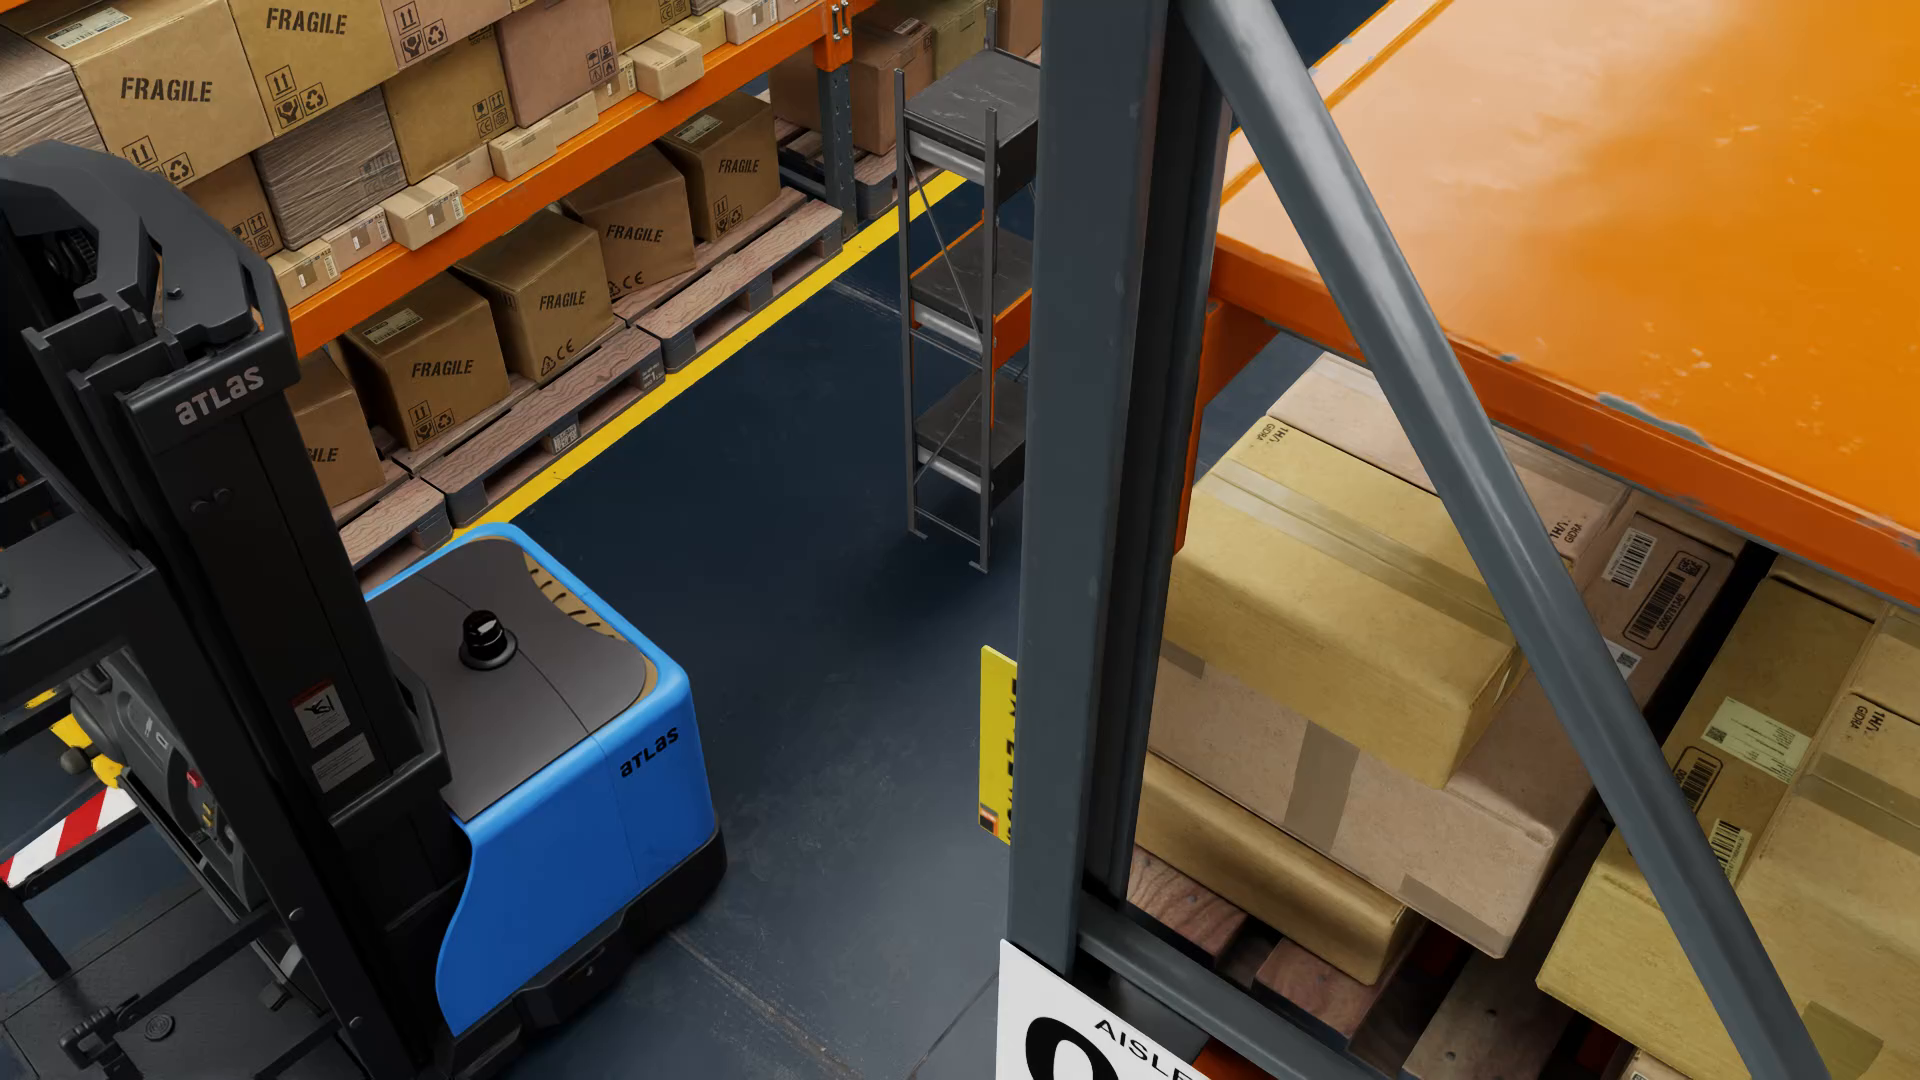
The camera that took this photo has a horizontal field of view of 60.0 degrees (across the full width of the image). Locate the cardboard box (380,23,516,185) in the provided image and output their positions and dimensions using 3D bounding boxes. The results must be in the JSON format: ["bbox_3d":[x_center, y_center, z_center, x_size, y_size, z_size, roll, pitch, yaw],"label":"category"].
[{"bbox_3d":[-2.156,-1.772,6.094,0.875,0.500,0.500,29,53,25],"label":"cardboard box"}]

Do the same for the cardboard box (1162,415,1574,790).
[{"bbox_3d":[0.421,0.058,1.808,0.380,0.149,0.250,30,53,25],"label":"cardboard box"}]

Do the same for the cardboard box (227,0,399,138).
[{"bbox_3d":[-2.212,-1.692,5.326,0.500,0.500,0.500,29,53,25],"label":"cardboard box"}]

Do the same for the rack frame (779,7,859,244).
[{"bbox_3d":[-0.934,-2.734,7.287,1.000,3.000,0.127,29,53,25],"label":"rack frame"}]

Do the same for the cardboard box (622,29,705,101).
[{"bbox_3d":[-1.258,-1.947,6.709,0.380,0.149,0.250,29,53,25],"label":"cardboard box"}]

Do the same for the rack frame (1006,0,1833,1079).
[{"bbox_3d":[0.484,-0.267,0.782,1.000,3.000,0.127,29,53,25],"label":"rack frame"}]

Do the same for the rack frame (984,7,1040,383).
[{"bbox_3d":[0.250,-0.960,6.215,0.400,2.100,0.015,29,53,25],"label":"rack frame"}]

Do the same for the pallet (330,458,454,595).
[{"bbox_3d":[-2.808,0.025,6.580,1.003,0.211,1.213,29,53,25],"label":"pallet"}]

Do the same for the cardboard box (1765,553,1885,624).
[{"bbox_3d":[1.291,0.085,2.059,0.500,0.250,0.500,29,53,25],"label":"cardboard box"}]

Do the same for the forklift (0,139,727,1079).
[{"bbox_3d":[-2.174,0.649,4.103,1.130,2.935,3.031,35,56,29],"label":"forklift"}]

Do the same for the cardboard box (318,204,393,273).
[{"bbox_3d":[-2.257,-1.134,5.933,0.380,0.149,0.250,29,53,25],"label":"cardboard box"}]

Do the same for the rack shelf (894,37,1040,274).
[{"bbox_3d":[0.101,-1.294,5.585,0.431,0.518,0.480,29,53,25],"label":"rack shelf"}]

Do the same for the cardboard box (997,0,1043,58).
[{"bbox_3d":[0.107,-2.949,8.918,0.700,0.500,0.500,25,51,22],"label":"cardboard box"}]

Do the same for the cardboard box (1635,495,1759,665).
[{"bbox_3d":[0.869,-0.151,2.284,0.500,0.250,0.500,29,53,25],"label":"cardboard box"}]

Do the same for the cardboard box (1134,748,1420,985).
[{"bbox_3d":[0.419,0.336,2.094,0.380,0.149,0.250,29,53,25],"label":"cardboard box"}]

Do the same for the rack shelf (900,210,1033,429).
[{"bbox_3d":[0.101,-0.811,6.091,0.431,0.518,0.480,29,53,25],"label":"rack shelf"}]

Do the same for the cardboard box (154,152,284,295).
[{"bbox_3d":[-2.811,-1.224,5.570,0.875,0.500,0.500,29,53,25],"label":"cardboard box"}]

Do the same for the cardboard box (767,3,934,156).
[{"bbox_3d":[-0.541,-2.365,8.359,0.700,0.500,0.500,25,51,22],"label":"cardboard box"}]

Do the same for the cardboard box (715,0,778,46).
[{"bbox_3d":[-0.993,-2.256,7.004,0.380,0.149,0.250,29,53,25],"label":"cardboard box"}]

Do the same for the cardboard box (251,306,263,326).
[{"bbox_3d":[-2.547,-0.840,5.651,0.380,0.149,0.250,29,53,25],"label":"cardboard box"}]

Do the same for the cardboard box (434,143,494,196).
[{"bbox_3d":[-1.975,-1.433,6.219,0.380,0.149,0.250,29,53,25],"label":"cardboard box"}]

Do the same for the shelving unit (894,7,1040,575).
[{"bbox_3d":[0.101,-0.820,6.081,0.431,2.100,0.503,29,53,25],"label":"shelving unit"}]

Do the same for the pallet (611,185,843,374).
[{"bbox_3d":[-1.316,-1.371,7.914,1.003,0.211,1.213,29,53,25],"label":"pallet"}]

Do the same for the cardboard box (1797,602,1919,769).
[{"bbox_3d":[1.094,0.208,1.666,0.380,0.149,0.250,29,53,25],"label":"cardboard box"}]

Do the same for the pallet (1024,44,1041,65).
[{"bbox_3d":[0.287,-2.918,9.392,1.003,0.211,1.213,29,53,25],"label":"pallet"}]

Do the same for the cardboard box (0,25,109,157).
[{"bbox_3d":[-2.827,-1.122,4.781,0.500,0.500,0.500,29,53,25],"label":"cardboard box"}]

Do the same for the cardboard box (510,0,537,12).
[{"bbox_3d":[-1.602,-2.265,5.873,0.500,0.500,0.500,29,53,25],"label":"cardboard box"}]

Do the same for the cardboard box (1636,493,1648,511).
[{"bbox_3d":[0.732,-0.231,2.084,0.380,0.149,0.250,30,53,26],"label":"cardboard box"}]

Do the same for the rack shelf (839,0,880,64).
[{"bbox_3d":[0.289,-3.630,8.641,1.077,0.370,4.000,29,53,25],"label":"rack shelf"}]

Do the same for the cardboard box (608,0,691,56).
[{"bbox_3d":[-1.591,-2.371,6.665,0.875,0.500,0.500,29,53,25],"label":"cardboard box"}]

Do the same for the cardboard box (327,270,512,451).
[{"bbox_3d":[-2.248,-0.784,6.863,0.500,0.500,0.500,34,55,28],"label":"cardboard box"}]

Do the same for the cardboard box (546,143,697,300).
[{"bbox_3d":[-1.554,-1.474,7.521,0.500,0.500,0.500,-26,52,-23],"label":"cardboard box"}]

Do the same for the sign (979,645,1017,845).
[{"bbox_3d":[0.063,0.243,1.812,0.100,0.325,0.005,29,53,25],"label":"sign"}]

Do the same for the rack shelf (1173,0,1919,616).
[{"bbox_3d":[1.707,-1.025,2.280,1.077,0.370,4.000,29,53,25],"label":"rack shelf"}]

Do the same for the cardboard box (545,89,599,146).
[{"bbox_3d":[-1.636,-1.701,6.474,0.380,0.149,0.250,29,53,25],"label":"cardboard box"}]
